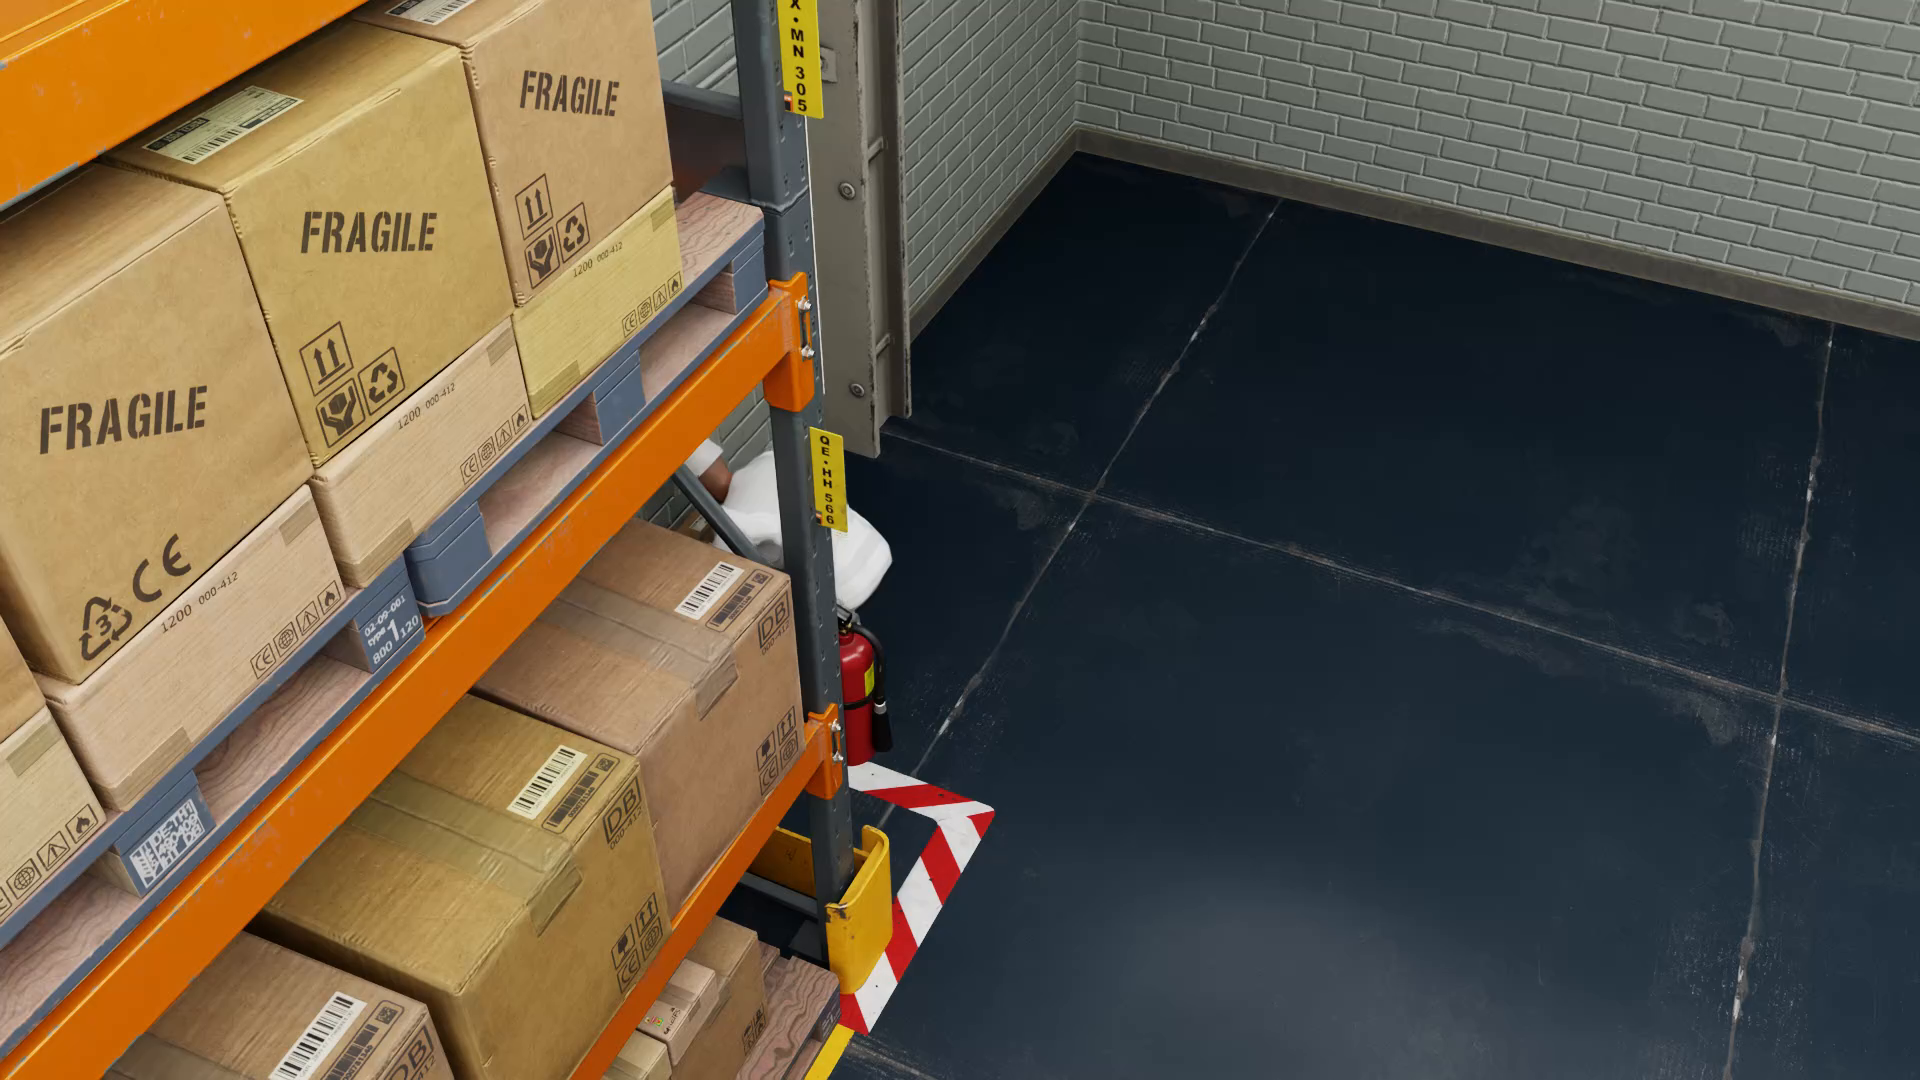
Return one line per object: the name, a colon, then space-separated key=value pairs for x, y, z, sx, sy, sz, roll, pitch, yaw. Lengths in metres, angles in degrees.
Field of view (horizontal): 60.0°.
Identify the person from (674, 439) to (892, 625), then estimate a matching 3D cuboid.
person: x=-0.743 y=0.057 z=6.659 sx=0.898 sy=0.999 sz=0.586 roll=17 pitch=45 yaw=18
